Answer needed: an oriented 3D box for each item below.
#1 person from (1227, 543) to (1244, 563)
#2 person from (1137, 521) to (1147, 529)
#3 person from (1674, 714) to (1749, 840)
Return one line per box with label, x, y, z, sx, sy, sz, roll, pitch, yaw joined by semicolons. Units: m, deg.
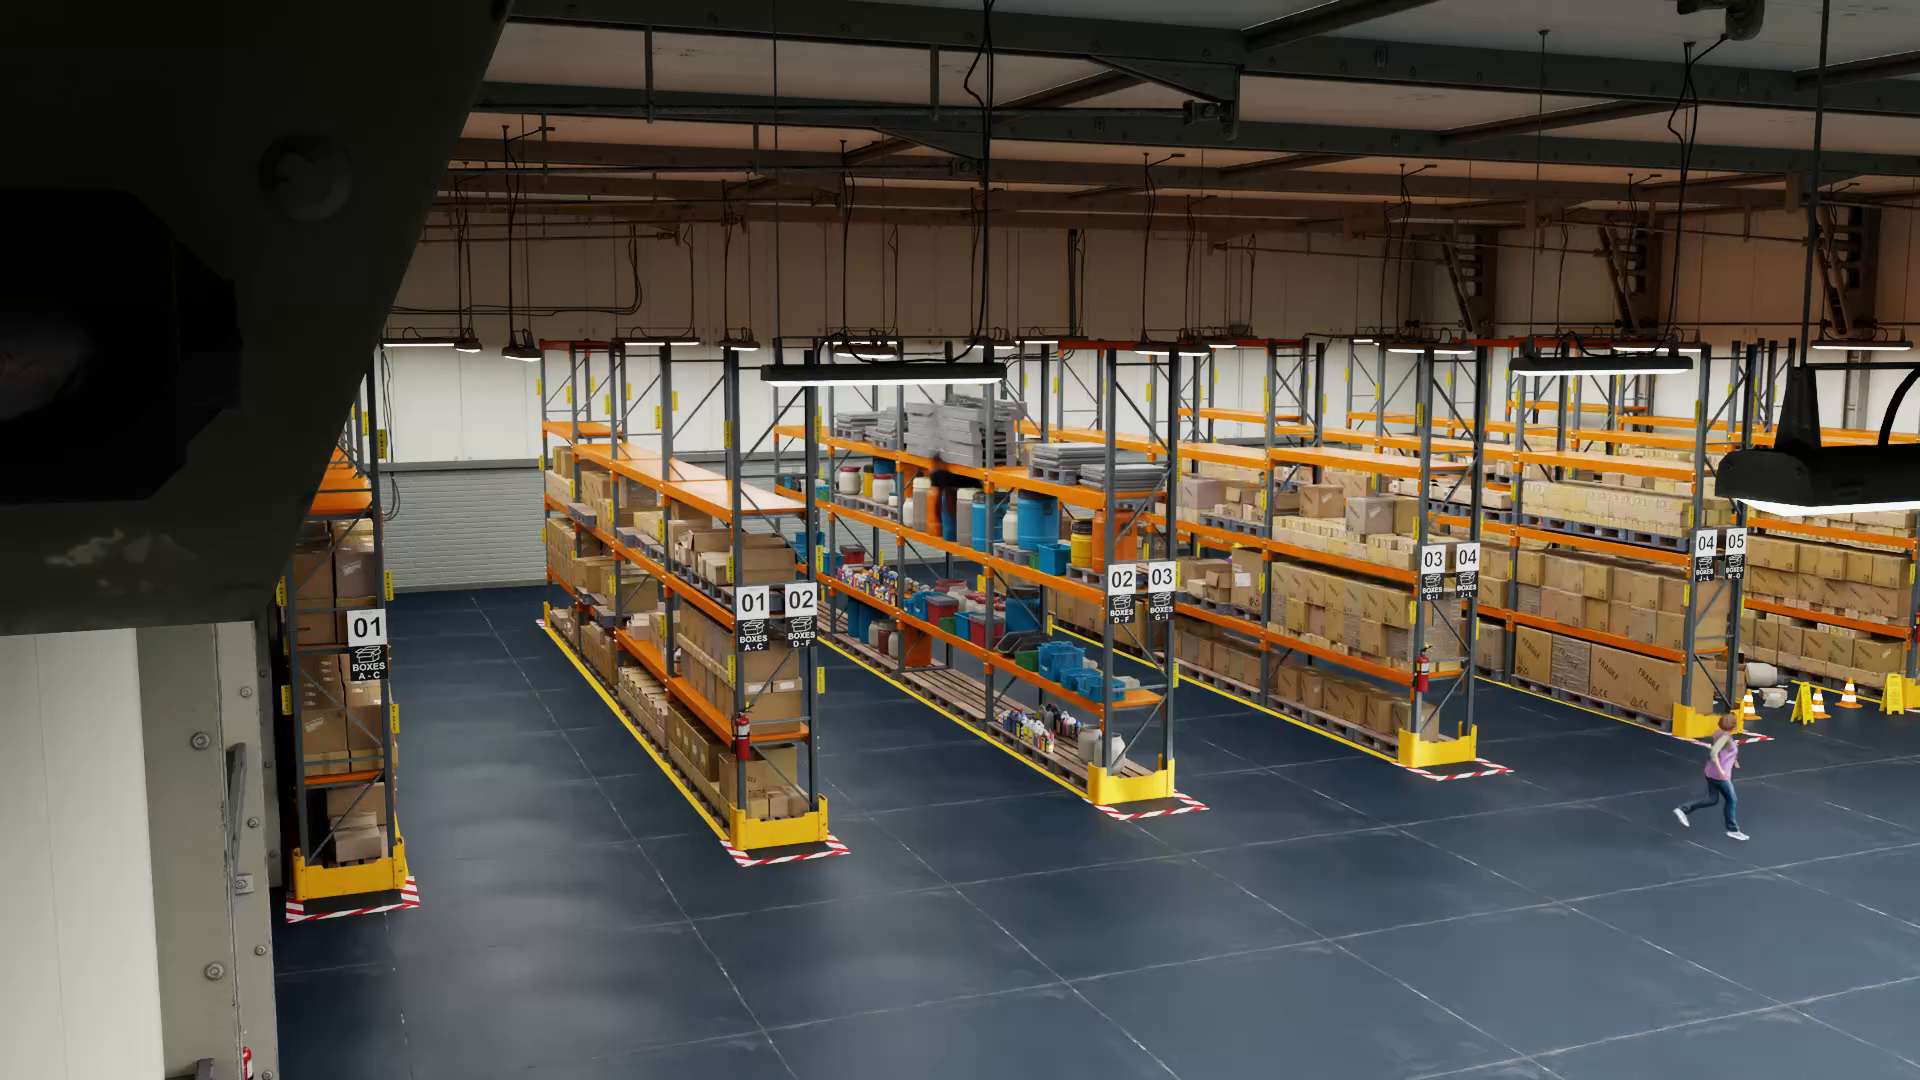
person;5.806;0.954;34.605;0.677;1.822;0.738;-4;8;-26
person;4.240;0.377;39.217;0.702;1.668;0.860;0;7;-3
person;9.278;2.906;20.430;0.890;1.585;0.558;2;8;12
